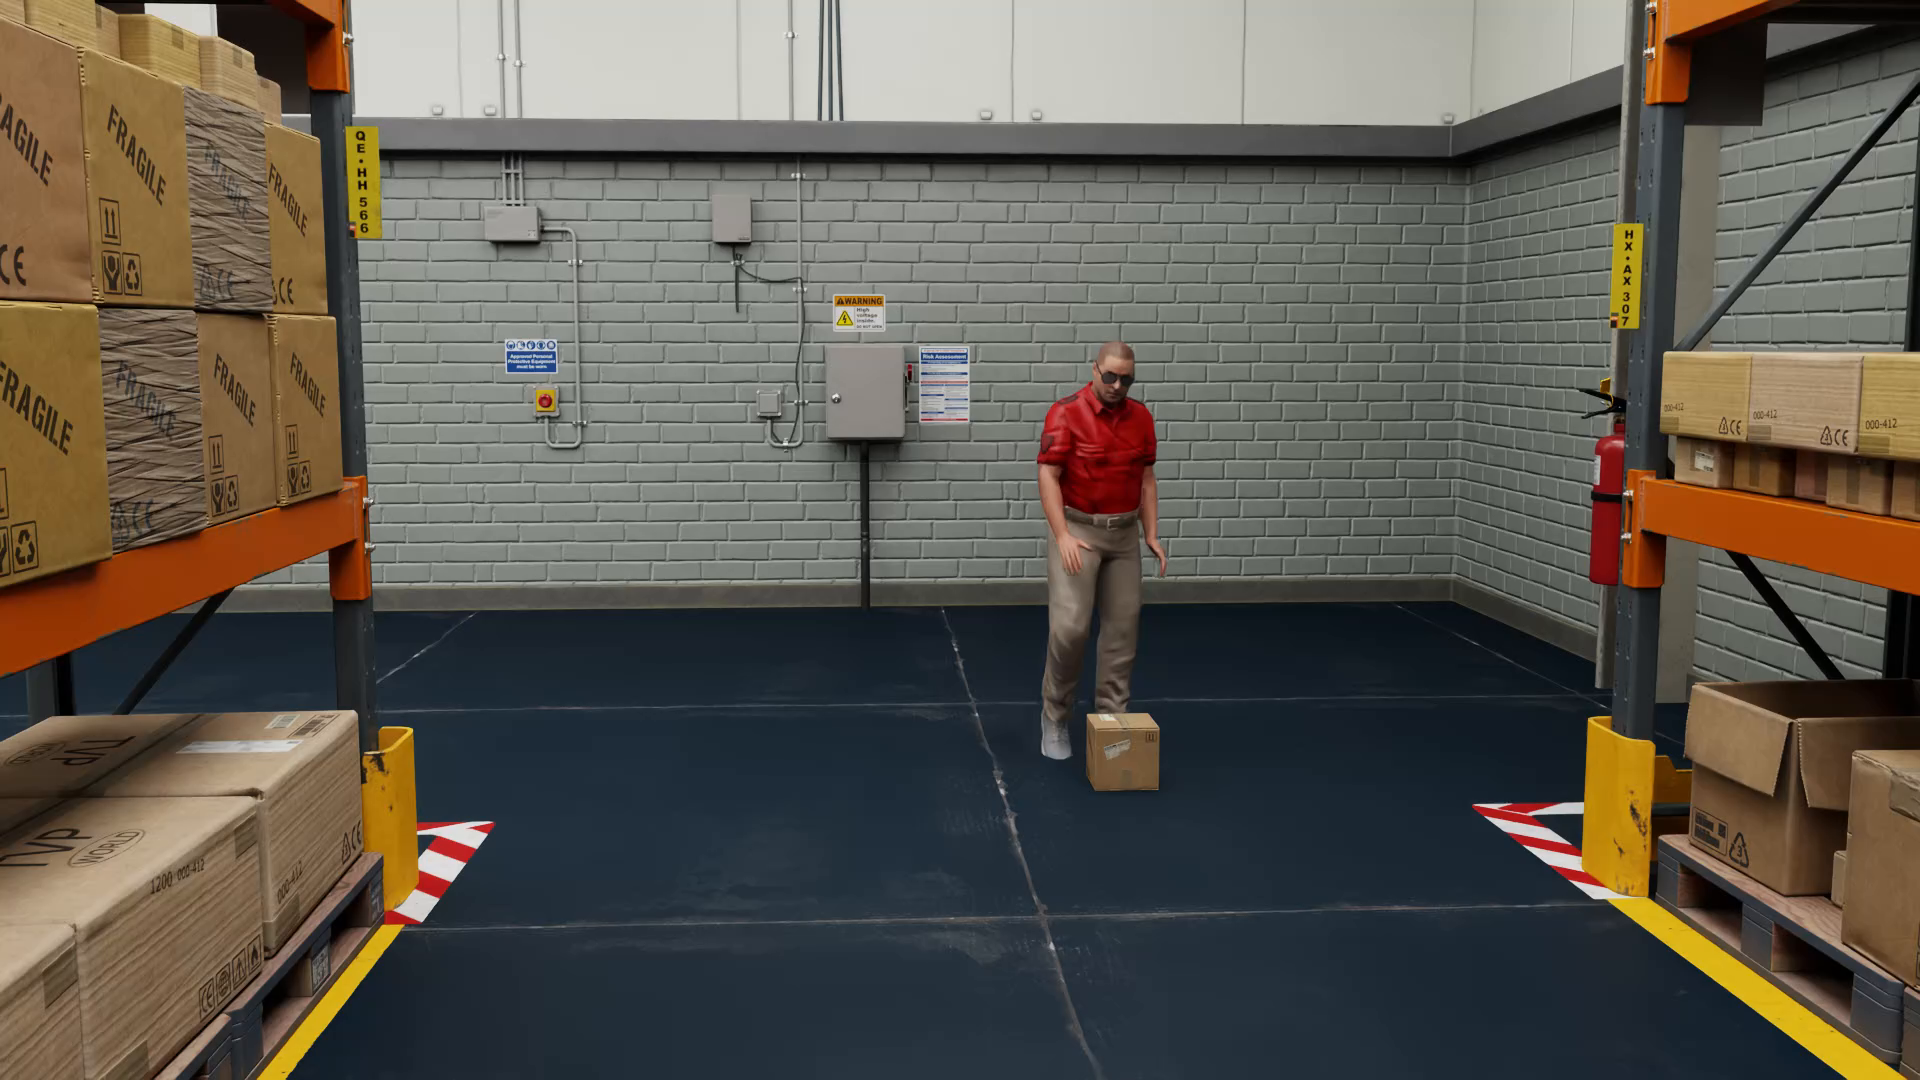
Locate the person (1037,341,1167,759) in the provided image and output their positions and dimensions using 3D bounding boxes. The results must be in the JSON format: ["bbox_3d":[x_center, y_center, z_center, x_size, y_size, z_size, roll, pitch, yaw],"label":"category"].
[{"bbox_3d":[0.589,0.059,7.026,0.571,1.790,0.440,-4,8,-29],"label":"person"}]
